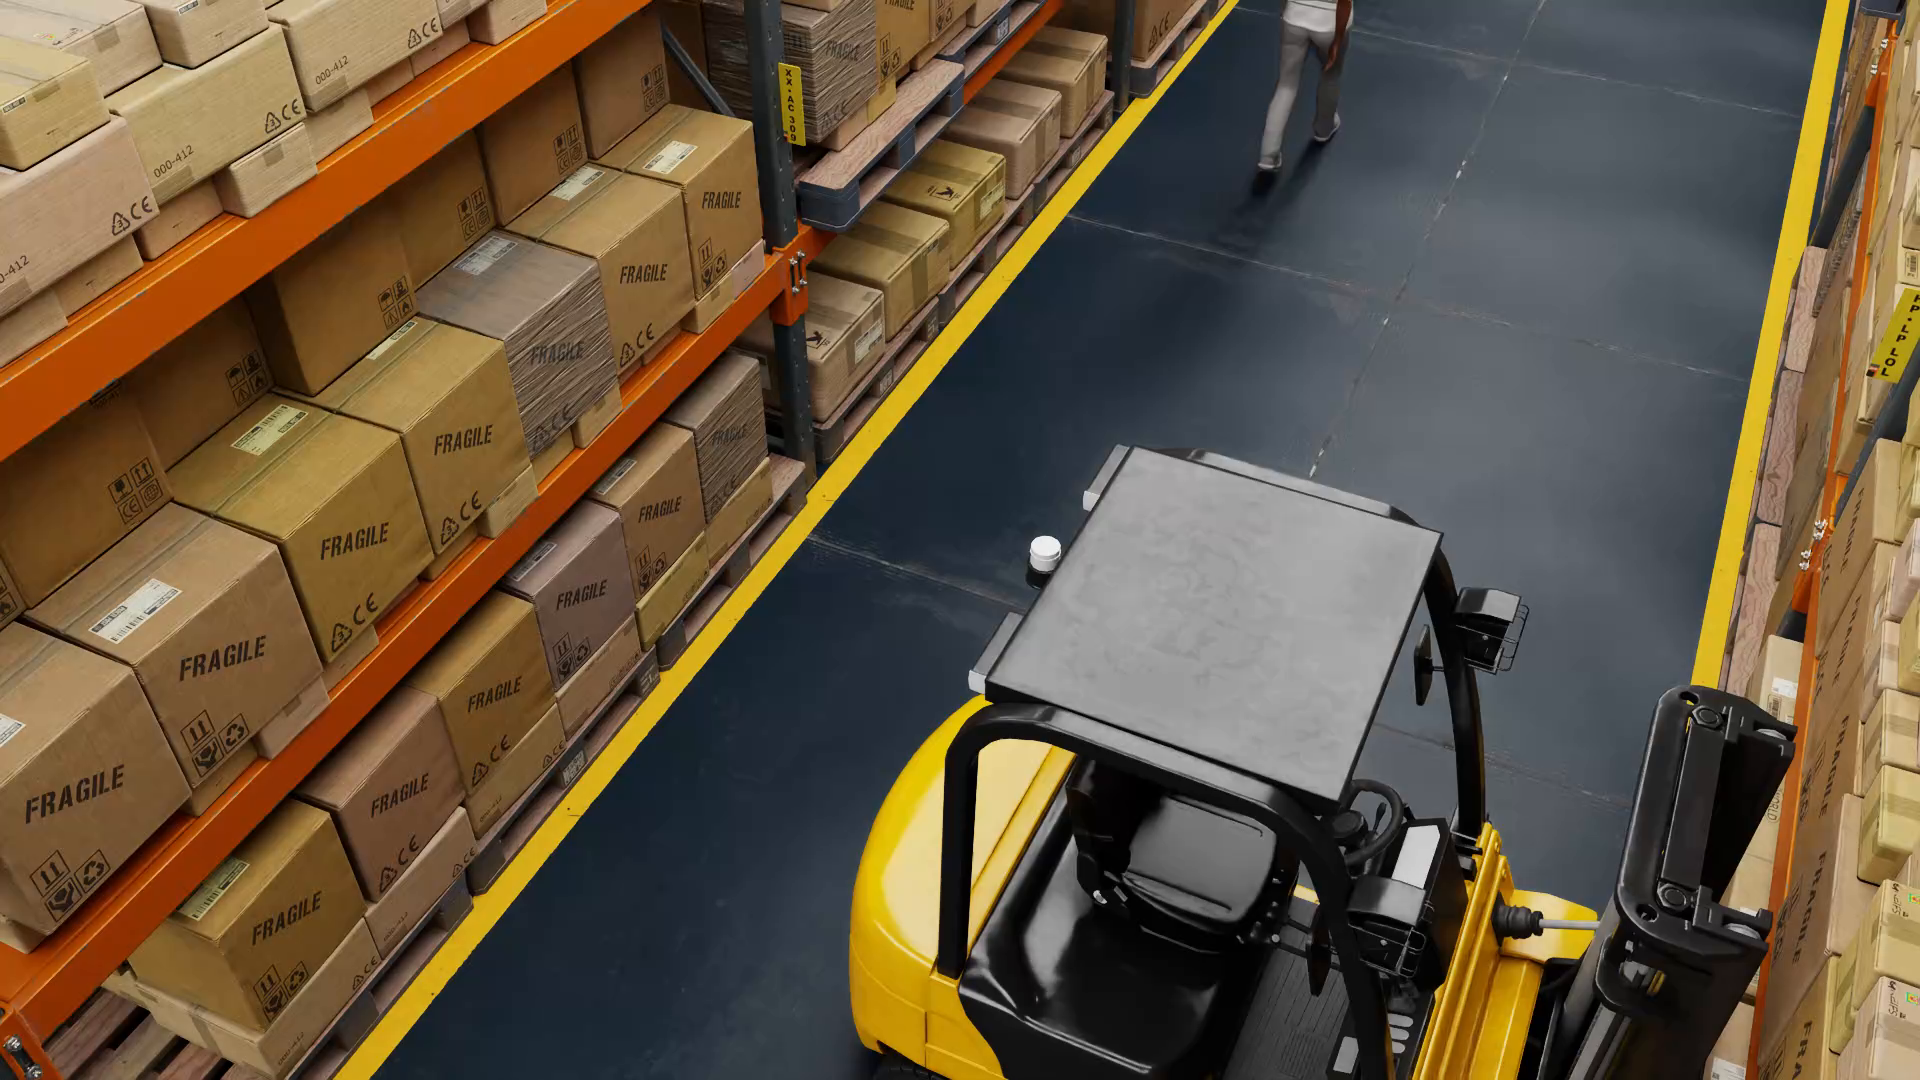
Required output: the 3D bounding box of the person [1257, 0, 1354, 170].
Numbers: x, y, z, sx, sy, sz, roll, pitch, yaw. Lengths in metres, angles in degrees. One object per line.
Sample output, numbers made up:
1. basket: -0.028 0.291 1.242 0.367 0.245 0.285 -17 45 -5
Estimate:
1. person: 1.989 -2.919 9.343 0.447 1.646 0.944 17 45 18
